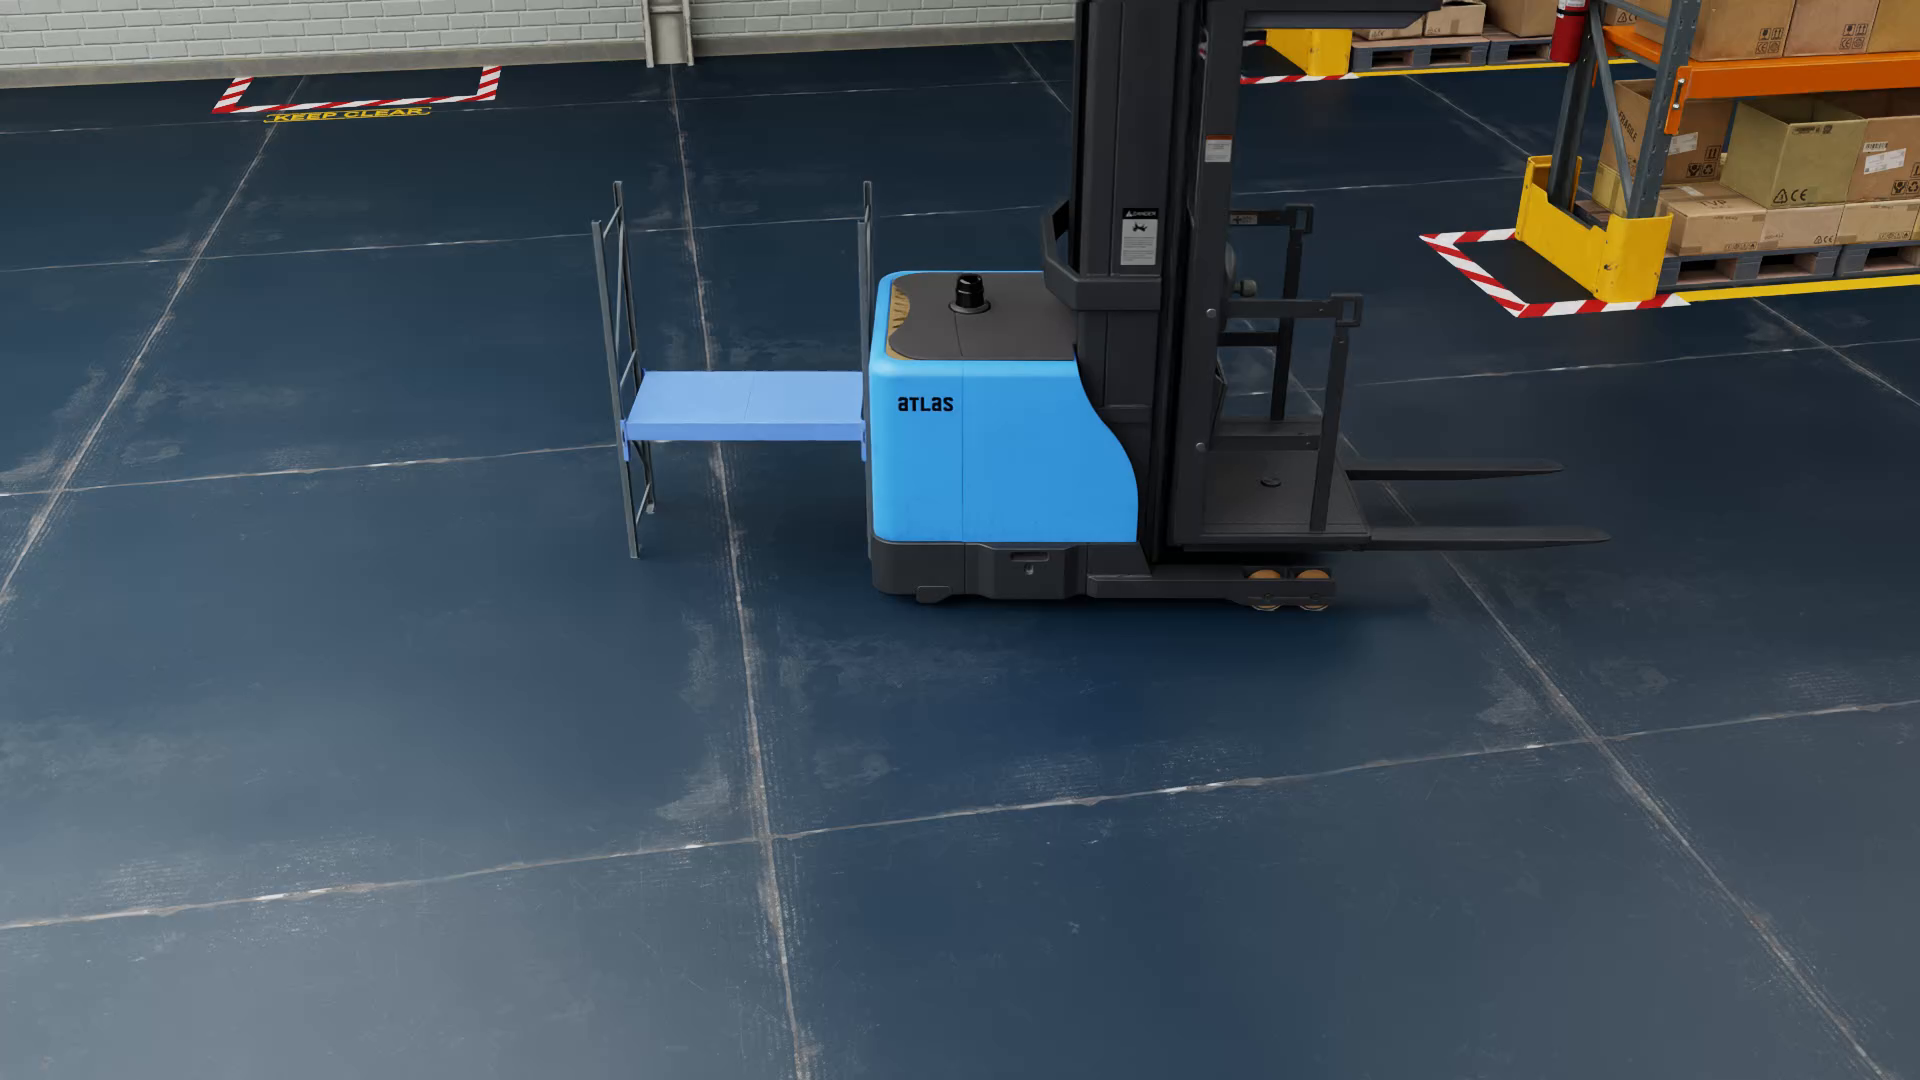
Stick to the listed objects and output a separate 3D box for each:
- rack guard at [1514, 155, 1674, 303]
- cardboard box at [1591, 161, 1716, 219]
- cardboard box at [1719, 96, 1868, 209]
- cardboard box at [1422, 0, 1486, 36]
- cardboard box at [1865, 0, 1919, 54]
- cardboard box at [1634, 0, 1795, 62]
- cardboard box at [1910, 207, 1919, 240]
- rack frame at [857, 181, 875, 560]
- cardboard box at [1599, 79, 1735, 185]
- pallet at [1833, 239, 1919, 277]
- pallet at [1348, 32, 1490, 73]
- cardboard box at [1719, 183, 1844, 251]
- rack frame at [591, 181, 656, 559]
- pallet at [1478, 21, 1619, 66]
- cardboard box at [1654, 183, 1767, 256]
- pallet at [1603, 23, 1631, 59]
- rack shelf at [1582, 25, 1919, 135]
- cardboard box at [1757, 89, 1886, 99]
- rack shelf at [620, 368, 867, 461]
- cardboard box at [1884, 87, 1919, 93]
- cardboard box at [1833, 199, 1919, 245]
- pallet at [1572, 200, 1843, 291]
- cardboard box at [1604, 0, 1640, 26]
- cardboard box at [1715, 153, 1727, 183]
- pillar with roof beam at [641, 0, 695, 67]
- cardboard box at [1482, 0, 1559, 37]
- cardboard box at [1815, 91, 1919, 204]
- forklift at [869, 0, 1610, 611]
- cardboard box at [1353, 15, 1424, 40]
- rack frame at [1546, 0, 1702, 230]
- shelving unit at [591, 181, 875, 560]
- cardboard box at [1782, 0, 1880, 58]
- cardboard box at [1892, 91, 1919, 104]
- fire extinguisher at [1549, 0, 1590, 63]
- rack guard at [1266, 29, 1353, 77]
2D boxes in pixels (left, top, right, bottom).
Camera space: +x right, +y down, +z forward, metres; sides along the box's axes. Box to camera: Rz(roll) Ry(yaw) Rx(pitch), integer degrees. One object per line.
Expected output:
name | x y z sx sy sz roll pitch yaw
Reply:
rack guard | 3.768 -1.880 9.954 0.348 0.500 1.175 -5 31 -9
cardboard box | 4.266 -2.152 10.249 0.500 0.250 0.500 -5 31 -9
cardboard box | 4.851 -2.263 9.699 0.500 0.500 0.500 -5 31 -9
cardboard box | 4.153 -4.530 14.214 0.500 0.311 0.500 -3 31 -5
cardboard box | 5.258 -3.132 9.518 0.500 0.500 0.700 -5 31 -9
cardboard box | 4.253 -3.039 9.361 0.500 0.500 0.700 -5 31 -9
cardboard box | 5.835 -2.030 10.041 0.500 0.250 0.500 -5 31 -9
rack frame | -0.376 -0.690 6.943 0.032 1.500 0.500 0 30 0
cardboard box | 4.265 -2.476 10.060 0.500 0.500 0.500 -5 31 -9
pallet | 5.734 -1.958 10.372 1.213 0.211 1.003 -5 31 -9
pallet | 3.776 -4.291 14.339 1.213 0.211 1.003 -5 31 -9
cardboard box | 4.850 -1.941 9.890 0.500 0.250 0.500 -5 31 -9
rack frame | -1.393 -0.690 6.945 0.032 1.500 0.500 0 30 0
pallet | 4.973 -4.400 14.525 1.213 0.211 1.003 -5 31 -9
cardboard box | 4.359 -1.894 9.809 0.500 0.250 0.500 -5 31 -9
pallet | 6.176 -4.513 14.718 1.213 0.211 1.003 -5 31 -9
rack shelf | 5.759 -2.832 9.817 4.000 0.370 1.077 -5 31 -9
cardboard box | 5.246 -2.575 10.228 0.500 0.500 0.500 -5 31 -9
rack shelf | -0.884 -0.535 7.035 1.000 0.185 0.538 0 30 0
cardboard box | 5.739 -2.620 10.305 0.500 0.500 0.500 -5 31 -9
cardboard box | 5.342 -1.987 9.967 0.500 0.250 0.500 -5 31 -9
pallet | 4.536 -1.849 10.185 1.213 0.211 1.003 -5 31 -9
cardboard box | 5.817 -4.792 14.472 0.500 0.500 0.500 -8 31 -13
cardboard box | 4.756 -2.203 10.336 0.500 0.250 0.500 -5 31 -9
pillar with roof beam | -1.698 -5.816 8.264 0.400 9.000 9.100 -5 31 -9
cardboard box | 4.884 -4.654 14.237 0.500 0.500 0.700 -7 31 -12
cardboard box | 5.340 -2.316 9.787 0.500 0.500 0.500 -5 31 -9
forklift | 1.155 -1.245 6.476 3.031 2.935 1.130 0 30 0
cardboard box | 3.592 -4.478 14.125 0.500 0.311 0.500 -9 32 -15
rack frame | 3.792 -2.960 9.324 0.127 3.000 1.000 -5 31 -9
shelving unit | -0.884 -0.690 6.944 1.048 1.500 0.538 0 30 0
cardboard box | 4.769 -3.089 9.446 0.500 0.500 0.700 -5 31 -8
cardboard box | 5.835 -2.352 9.850 0.500 0.500 0.500 -5 31 -9
fire extinguisher | 3.592 -3.147 9.719 0.183 0.674 0.296 -5 31 -9
rack guard | 2.970 -4.359 14.169 0.348 0.500 1.175 -5 31 -9
